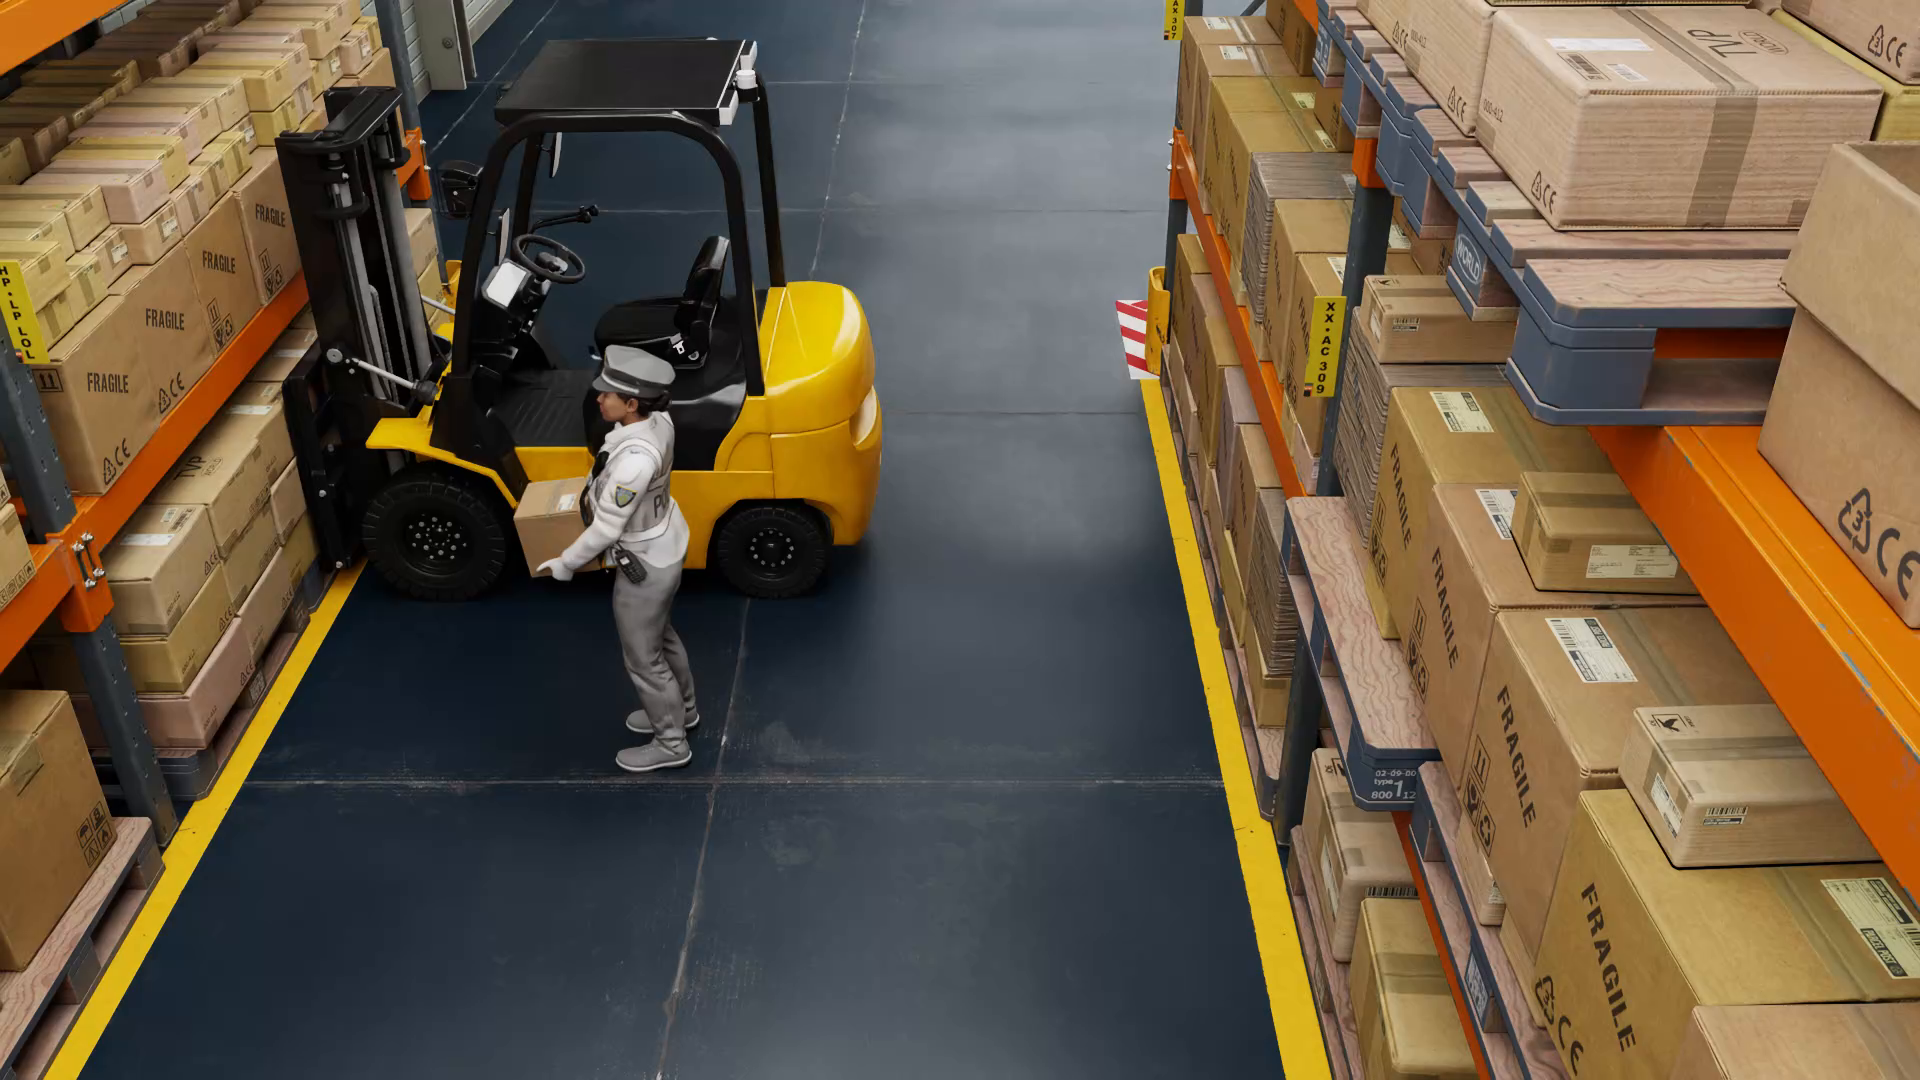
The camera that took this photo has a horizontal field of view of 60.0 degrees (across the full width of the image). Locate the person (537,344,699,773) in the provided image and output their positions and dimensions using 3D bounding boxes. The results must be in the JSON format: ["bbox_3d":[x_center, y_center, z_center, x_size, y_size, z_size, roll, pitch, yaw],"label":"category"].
[{"bbox_3d":[-1.226,0.075,5.994,0.530,1.691,0.446,0,32,0],"label":"person"}]
